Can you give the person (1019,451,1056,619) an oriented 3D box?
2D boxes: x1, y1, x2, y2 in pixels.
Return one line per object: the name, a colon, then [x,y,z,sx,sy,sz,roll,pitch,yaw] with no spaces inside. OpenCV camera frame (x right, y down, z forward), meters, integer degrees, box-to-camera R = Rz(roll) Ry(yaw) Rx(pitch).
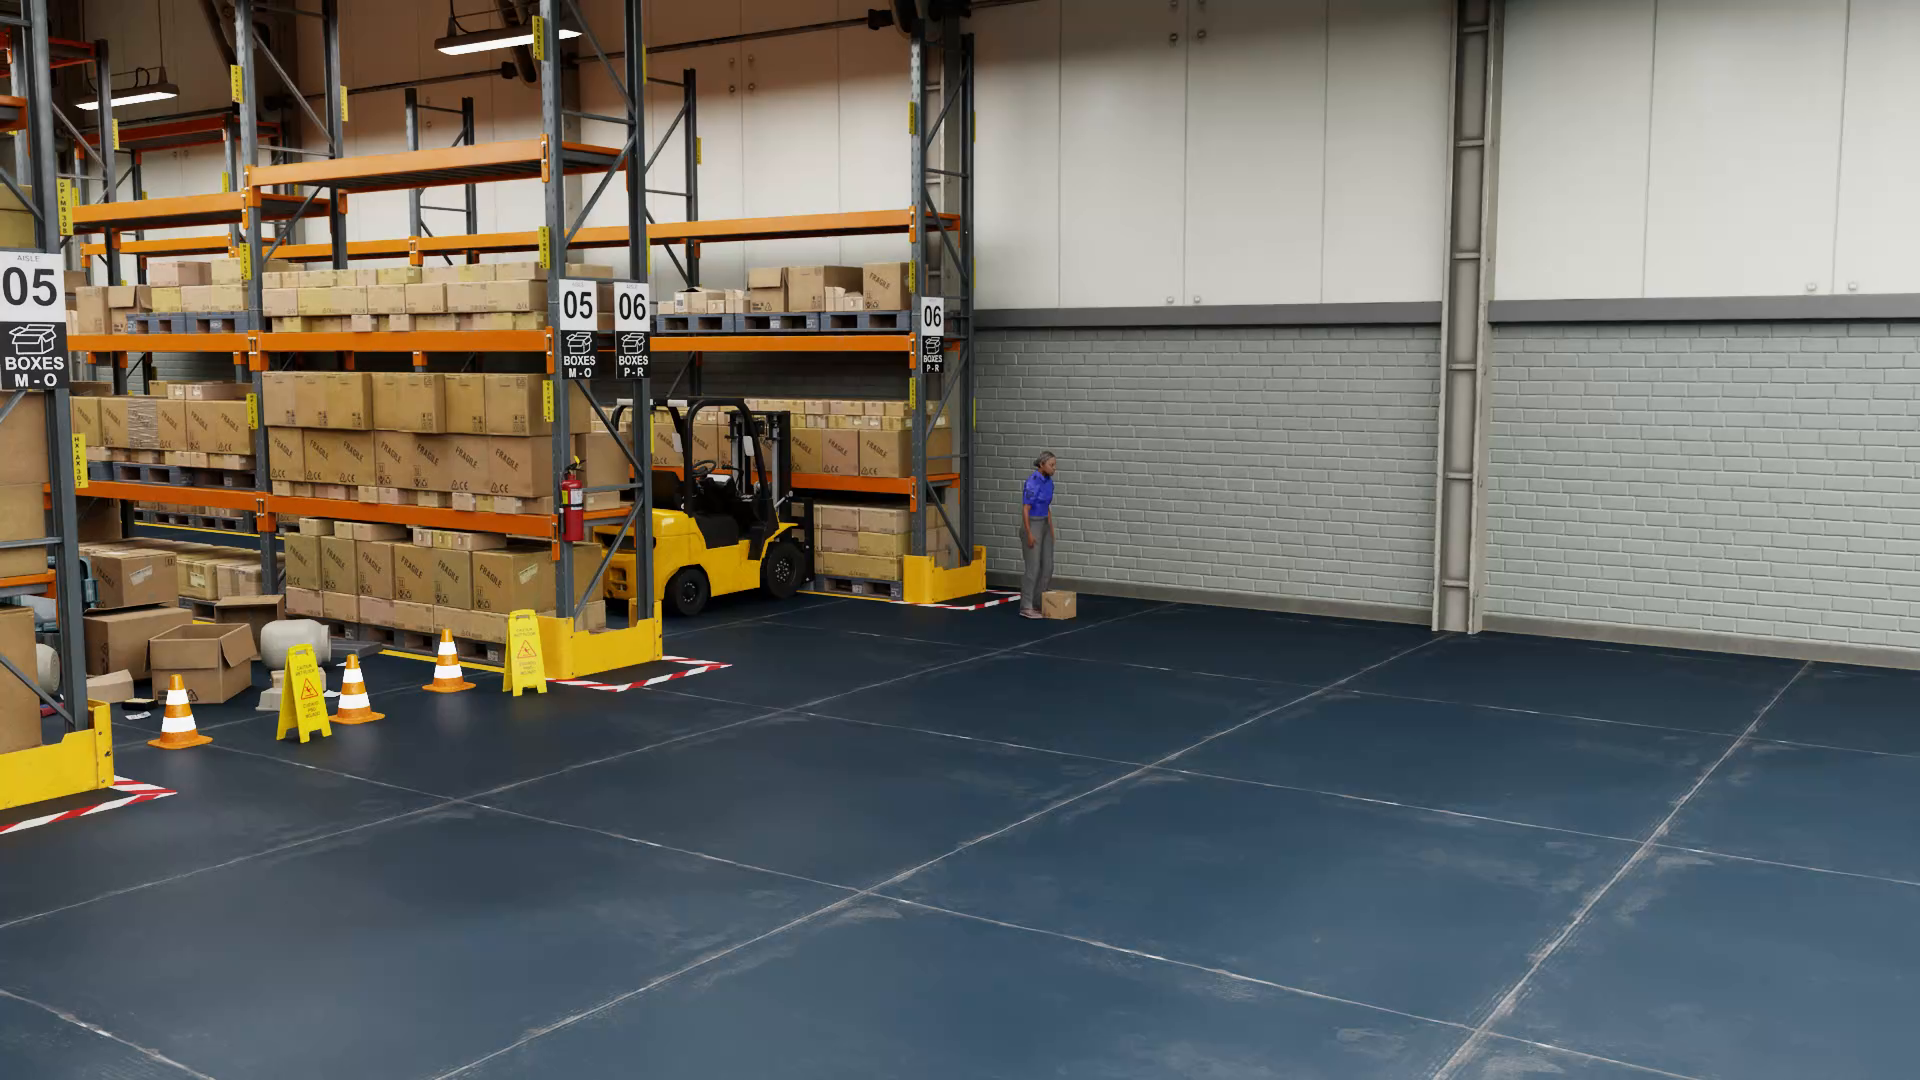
person: [0.790,-0.065,16.611,0.352,1.654,0.518,4,8,32]
